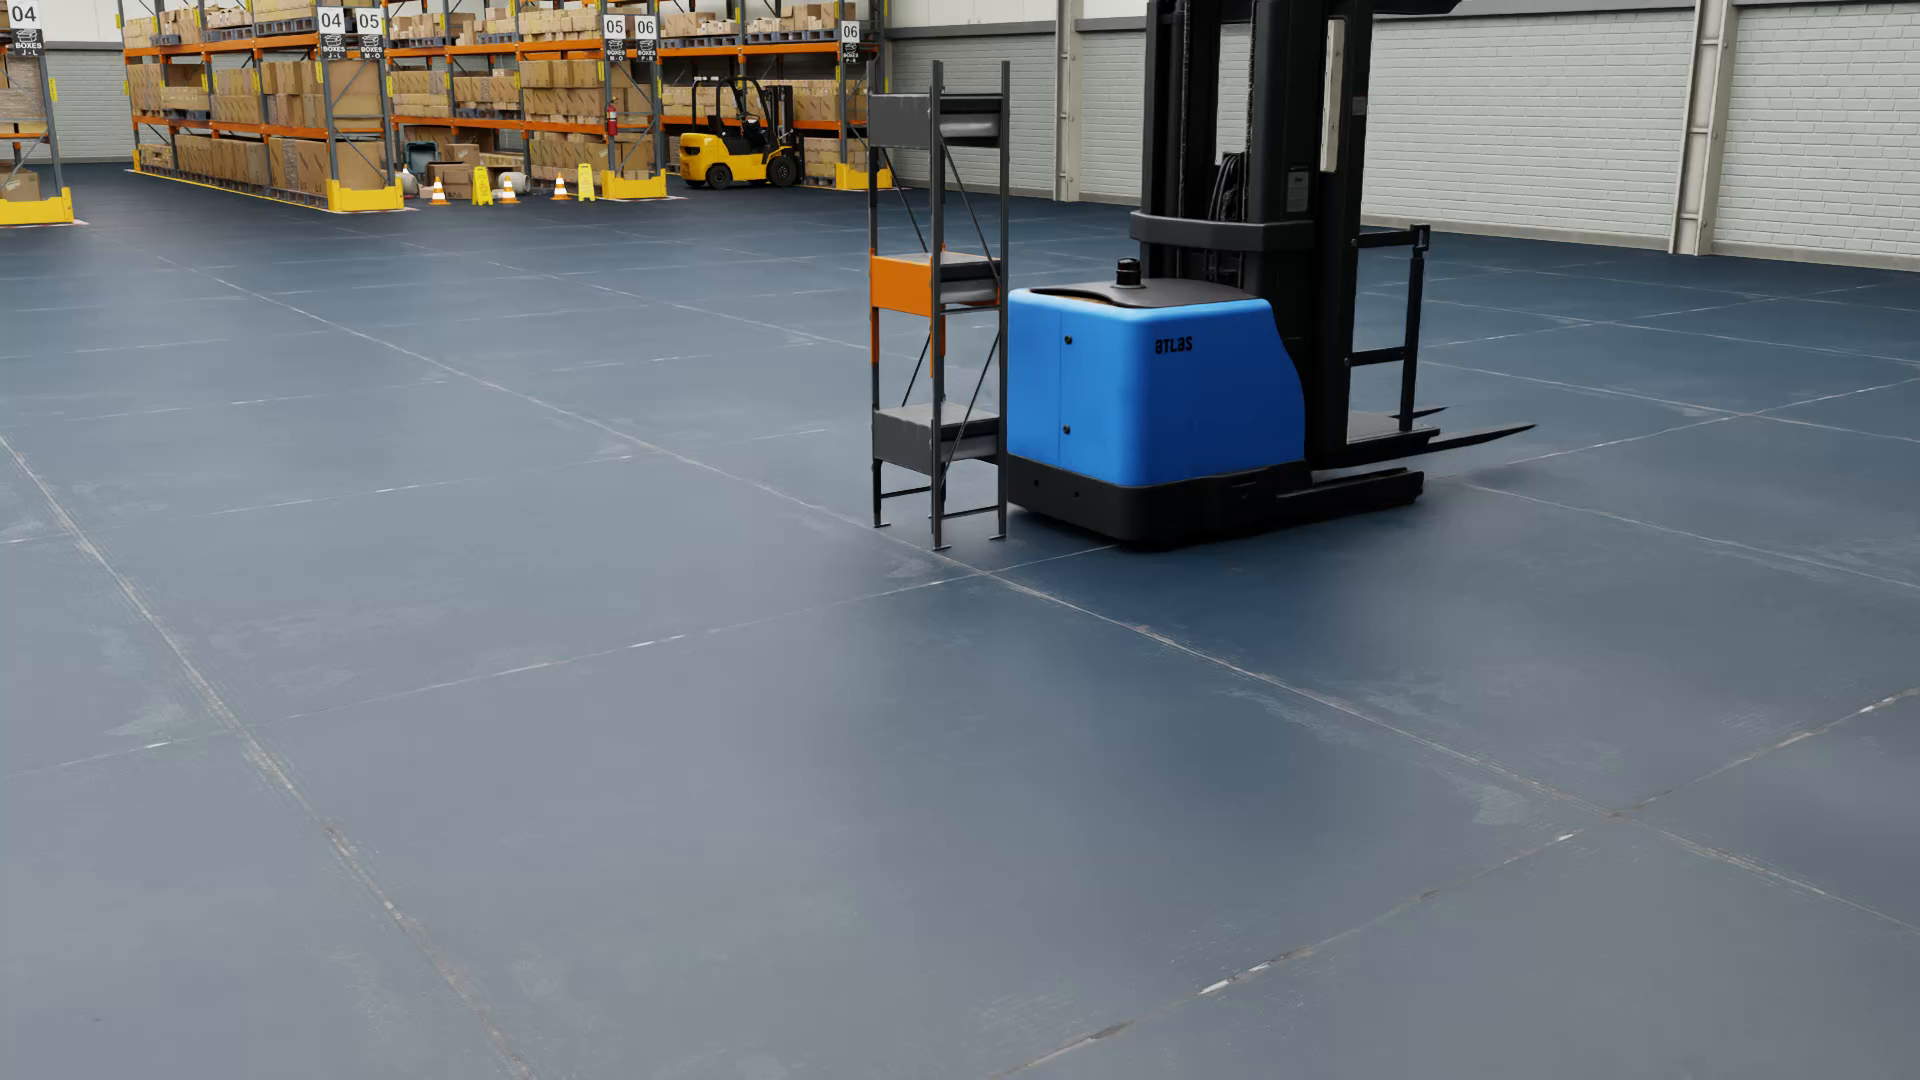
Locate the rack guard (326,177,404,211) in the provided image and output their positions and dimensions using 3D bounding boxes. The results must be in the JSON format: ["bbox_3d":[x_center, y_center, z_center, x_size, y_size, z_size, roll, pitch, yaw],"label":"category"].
[{"bbox_3d":[-9.879,-5.749,27.634,1.175,0.500,0.348,-11,19,-35],"label":"rack guard"}]

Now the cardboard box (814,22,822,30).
[{"bbox_3d":[-2.669,-10.227,33.069,0.380,0.149,0.250,-12,19,-36],"label":"cardboard box"}]

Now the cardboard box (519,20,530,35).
[{"bbox_3d":[-8.264,-9.985,32.415,0.500,0.250,0.500,-11,19,-36],"label":"cardboard box"}]

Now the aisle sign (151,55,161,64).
[{"bbox_3d":[-19.101,-11.692,39.690,0.394,0.787,0.004,-11,19,-35],"label":"aisle sign"}]

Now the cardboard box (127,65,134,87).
[{"bbox_3d":[-19.252,-10.913,39.120,0.500,0.500,0.500,-11,19,-35],"label":"cardboard box"}]

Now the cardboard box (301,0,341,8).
[{"bbox_3d":[-10.407,-8.790,27.062,0.500,0.250,0.500,-11,19,-34],"label":"cardboard box"}]

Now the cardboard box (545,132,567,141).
[{"bbox_3d":[-7.844,-7.841,32.307,0.380,0.149,0.250,-10,18,-32],"label":"cardboard box"}]

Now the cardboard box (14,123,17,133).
[{"bbox_3d":[-14.206,-6.300,25.389,0.380,0.149,0.250,-11,19,-35],"label":"cardboard box"}]

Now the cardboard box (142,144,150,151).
[{"bbox_3d":[-18.964,-9.212,39.030,0.380,0.149,0.250,-11,19,-35],"label":"cardboard box"}]

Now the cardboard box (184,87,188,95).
[{"bbox_3d":[-15.716,-9.236,34.194,0.380,0.149,0.250,-10,18,-33],"label":"cardboard box"}]

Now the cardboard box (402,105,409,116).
[{"bbox_3d":[-12.654,-9.995,38.695,0.500,0.250,0.500,-11,19,-36],"label":"cardboard box"}]

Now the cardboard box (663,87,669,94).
[{"bbox_3d":[-6.691,-10.477,38.754,0.380,0.149,0.250,-10,18,-33],"label":"cardboard box"}]

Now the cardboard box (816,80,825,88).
[{"bbox_3d":[-2.663,-9.169,33.412,0.380,0.149,0.250,-10,18,-33],"label":"cardboard box"}]

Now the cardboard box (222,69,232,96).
[{"bbox_3d":[-14.043,-8.993,32.669,0.700,0.500,0.500,-11,19,-35],"label":"cardboard box"}]

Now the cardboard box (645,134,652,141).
[{"bbox_3d":[-7.321,-9.659,39.894,0.380,0.149,0.250,-12,19,-37],"label":"cardboard box"}]

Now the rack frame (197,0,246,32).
[{"bbox_3d":[-14.597,-11.562,32.772,1.000,3.000,0.127,-11,19,-35],"label":"rack frame"}]

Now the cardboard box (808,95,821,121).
[{"bbox_3d":[-2.735,-8.746,33.659,0.500,0.500,0.500,-10,18,-33],"label":"cardboard box"}]

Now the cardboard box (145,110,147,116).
[{"bbox_3d":[-18.814,-9.987,38.860,0.380,0.149,0.250,-10,18,-32],"label":"cardboard box"}]

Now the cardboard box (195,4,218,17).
[{"bbox_3d":[-15.045,-10.578,33.222,0.396,0.266,0.258,-11,19,-35],"label":"cardboard box"}]

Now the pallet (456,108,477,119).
[{"bbox_3d":[-10.147,-9.230,35.980,1.213,0.211,1.003,-11,19,-35],"label":"pallet"}]

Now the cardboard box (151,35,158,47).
[{"bbox_3d":[-17.456,-10.960,36.538,0.500,0.250,0.500,-10,18,-33],"label":"cardboard box"}]

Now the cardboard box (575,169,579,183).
[{"bbox_3d":[-6.940,-6.869,31.403,0.500,0.250,0.500,-11,19,-34],"label":"cardboard box"}]

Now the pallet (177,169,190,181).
[{"bbox_3d":[-16.490,-8.011,36.446,1.003,0.211,1.213,-11,19,-35],"label":"pallet"}]

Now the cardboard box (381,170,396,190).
[{"bbox_3d":[-10.503,-6.437,30.144,0.500,0.500,0.500,-7,17,-25],"label":"cardboard box"}]

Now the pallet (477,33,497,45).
[{"bbox_3d":[-9.190,-10.329,34.308,1.213,0.211,1.003,-11,19,-35],"label":"pallet"}]

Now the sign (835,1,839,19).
[{"bbox_3d":[-2.383,-10.275,32.227,0.100,0.325,0.005,-11,19,-35],"label":"sign"}]

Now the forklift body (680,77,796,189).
[{"bbox_3d":[-4.527,-8.233,33.583,2.313,2.155,1.214,-11,19,-35],"label":"forklift body"}]

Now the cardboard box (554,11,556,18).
[{"bbox_3d":[-7.399,-9.877,31.265,0.380,0.149,0.250,-10,18,-33],"label":"cardboard box"}]

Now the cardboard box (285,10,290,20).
[{"bbox_3d":[-11.110,-8.826,27.950,0.380,0.149,0.250,-11,19,-34],"label":"cardboard box"}]

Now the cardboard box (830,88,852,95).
[{"bbox_3d":[-2.367,-8.913,33.039,0.380,0.149,0.250,-11,19,-34],"label":"cardboard box"}]

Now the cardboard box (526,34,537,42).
[{"bbox_3d":[-8.209,-9.760,32.347,0.380,0.149,0.250,-11,19,-34],"label":"cardboard box"}]

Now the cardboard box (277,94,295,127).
[{"bbox_3d":[-11.455,-7.562,29.238,0.875,0.550,0.550,-11,19,-35],"label":"cardboard box"}]

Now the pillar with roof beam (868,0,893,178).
[{"bbox_3d":[-5.099,-11.035,30.848,9.100,9.000,0.400,-11,19,-35],"label":"pillar with roof beam"}]

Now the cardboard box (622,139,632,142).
[{"bbox_3d":[-7.978,-9.611,40.948,0.500,0.500,0.500,-12,19,-37],"label":"cardboard box"}]

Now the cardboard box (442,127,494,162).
[{"bbox_3d":[-10.992,-8.796,37.261,0.875,0.875,0.875,-11,19,-35],"label":"cardboard box"}]

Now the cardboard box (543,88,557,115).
[{"bbox_3d":[-7.669,-8.445,31.998,0.500,0.500,0.500,-11,19,-35],"label":"cardboard box"}]

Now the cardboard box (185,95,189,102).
[{"bbox_3d":[-15.718,-9.094,34.236,0.380,0.149,0.250,-11,19,-34],"label":"cardboard box"}]

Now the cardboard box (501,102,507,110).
[{"bbox_3d":[-9.148,-8.861,33.949,0.380,0.149,0.250,-11,19,-35],"label":"cardboard box"}]

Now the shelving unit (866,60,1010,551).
[{"bbox_3d":[-0.097,-1.048,7.428,0.431,2.100,0.503,-11,19,-35],"label":"shelving unit"}]

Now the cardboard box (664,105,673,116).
[{"bbox_3d":[-6.577,-10.024,38.803,0.500,0.250,0.500,-11,19,-34],"label":"cardboard box"}]

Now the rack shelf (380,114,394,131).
[{"bbox_3d":[-14.181,-10.392,41.226,1.077,0.370,4.000,-11,19,-35],"label":"rack shelf"}]

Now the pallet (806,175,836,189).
[{"bbox_3d":[-2.420,-7.333,33.968,1.003,0.211,1.213,-11,19,-35],"label":"pallet"}]

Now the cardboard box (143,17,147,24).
[{"bbox_3d":[-17.974,-11.576,37.088,0.380,0.149,0.250,-12,19,-37],"label":"cardboard box"}]

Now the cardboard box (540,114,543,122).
[{"bbox_3d":[-8.004,-8.268,32.577,0.380,0.149,0.250,-11,19,-35],"label":"cardboard box"}]

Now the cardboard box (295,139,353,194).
[{"bbox_3d":[-10.865,-6.460,28.725,0.875,0.875,0.875,-11,19,-35],"label":"cardboard box"}]

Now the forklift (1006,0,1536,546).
[{"bbox_3d":[1.690,-1.670,8.126,3.031,2.935,1.130,-10,18,-33],"label":"forklift"}]

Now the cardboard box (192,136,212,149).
[{"bbox_3d":[-15.803,-8.349,34.918,0.500,0.250,0.500,-10,18,-33],"label":"cardboard box"}]

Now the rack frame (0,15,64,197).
[{"bbox_3d":[-13.965,-6.211,24.589,1.000,3.000,0.127,-11,19,-35],"label":"rack frame"}]

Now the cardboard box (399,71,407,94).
[{"bbox_3d":[-12.657,-10.600,38.538,0.500,0.500,0.500,-11,19,-35],"label":"cardboard box"}]

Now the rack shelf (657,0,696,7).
[{"bbox_3d":[-5.464,-12.156,37.064,1.077,0.370,4.000,-11,19,-35],"label":"rack shelf"}]

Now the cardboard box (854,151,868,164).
[{"bbox_3d":[-2.045,-7.771,33.753,0.500,0.250,0.500,-10,18,-34],"label":"cardboard box"}]

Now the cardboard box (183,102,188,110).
[{"bbox_3d":[-15.858,-9.003,34.467,0.380,0.149,0.250,-12,19,-37],"label":"cardboard box"}]

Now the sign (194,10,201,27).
[{"bbox_3d":[-15.037,-10.280,32.794,0.100,0.325,0.005,-11,19,-35],"label":"sign"}]

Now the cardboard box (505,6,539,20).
[{"bbox_3d":[-8.745,-10.526,33.212,0.500,0.250,0.500,-10,18,-33],"label":"cardboard box"}]
